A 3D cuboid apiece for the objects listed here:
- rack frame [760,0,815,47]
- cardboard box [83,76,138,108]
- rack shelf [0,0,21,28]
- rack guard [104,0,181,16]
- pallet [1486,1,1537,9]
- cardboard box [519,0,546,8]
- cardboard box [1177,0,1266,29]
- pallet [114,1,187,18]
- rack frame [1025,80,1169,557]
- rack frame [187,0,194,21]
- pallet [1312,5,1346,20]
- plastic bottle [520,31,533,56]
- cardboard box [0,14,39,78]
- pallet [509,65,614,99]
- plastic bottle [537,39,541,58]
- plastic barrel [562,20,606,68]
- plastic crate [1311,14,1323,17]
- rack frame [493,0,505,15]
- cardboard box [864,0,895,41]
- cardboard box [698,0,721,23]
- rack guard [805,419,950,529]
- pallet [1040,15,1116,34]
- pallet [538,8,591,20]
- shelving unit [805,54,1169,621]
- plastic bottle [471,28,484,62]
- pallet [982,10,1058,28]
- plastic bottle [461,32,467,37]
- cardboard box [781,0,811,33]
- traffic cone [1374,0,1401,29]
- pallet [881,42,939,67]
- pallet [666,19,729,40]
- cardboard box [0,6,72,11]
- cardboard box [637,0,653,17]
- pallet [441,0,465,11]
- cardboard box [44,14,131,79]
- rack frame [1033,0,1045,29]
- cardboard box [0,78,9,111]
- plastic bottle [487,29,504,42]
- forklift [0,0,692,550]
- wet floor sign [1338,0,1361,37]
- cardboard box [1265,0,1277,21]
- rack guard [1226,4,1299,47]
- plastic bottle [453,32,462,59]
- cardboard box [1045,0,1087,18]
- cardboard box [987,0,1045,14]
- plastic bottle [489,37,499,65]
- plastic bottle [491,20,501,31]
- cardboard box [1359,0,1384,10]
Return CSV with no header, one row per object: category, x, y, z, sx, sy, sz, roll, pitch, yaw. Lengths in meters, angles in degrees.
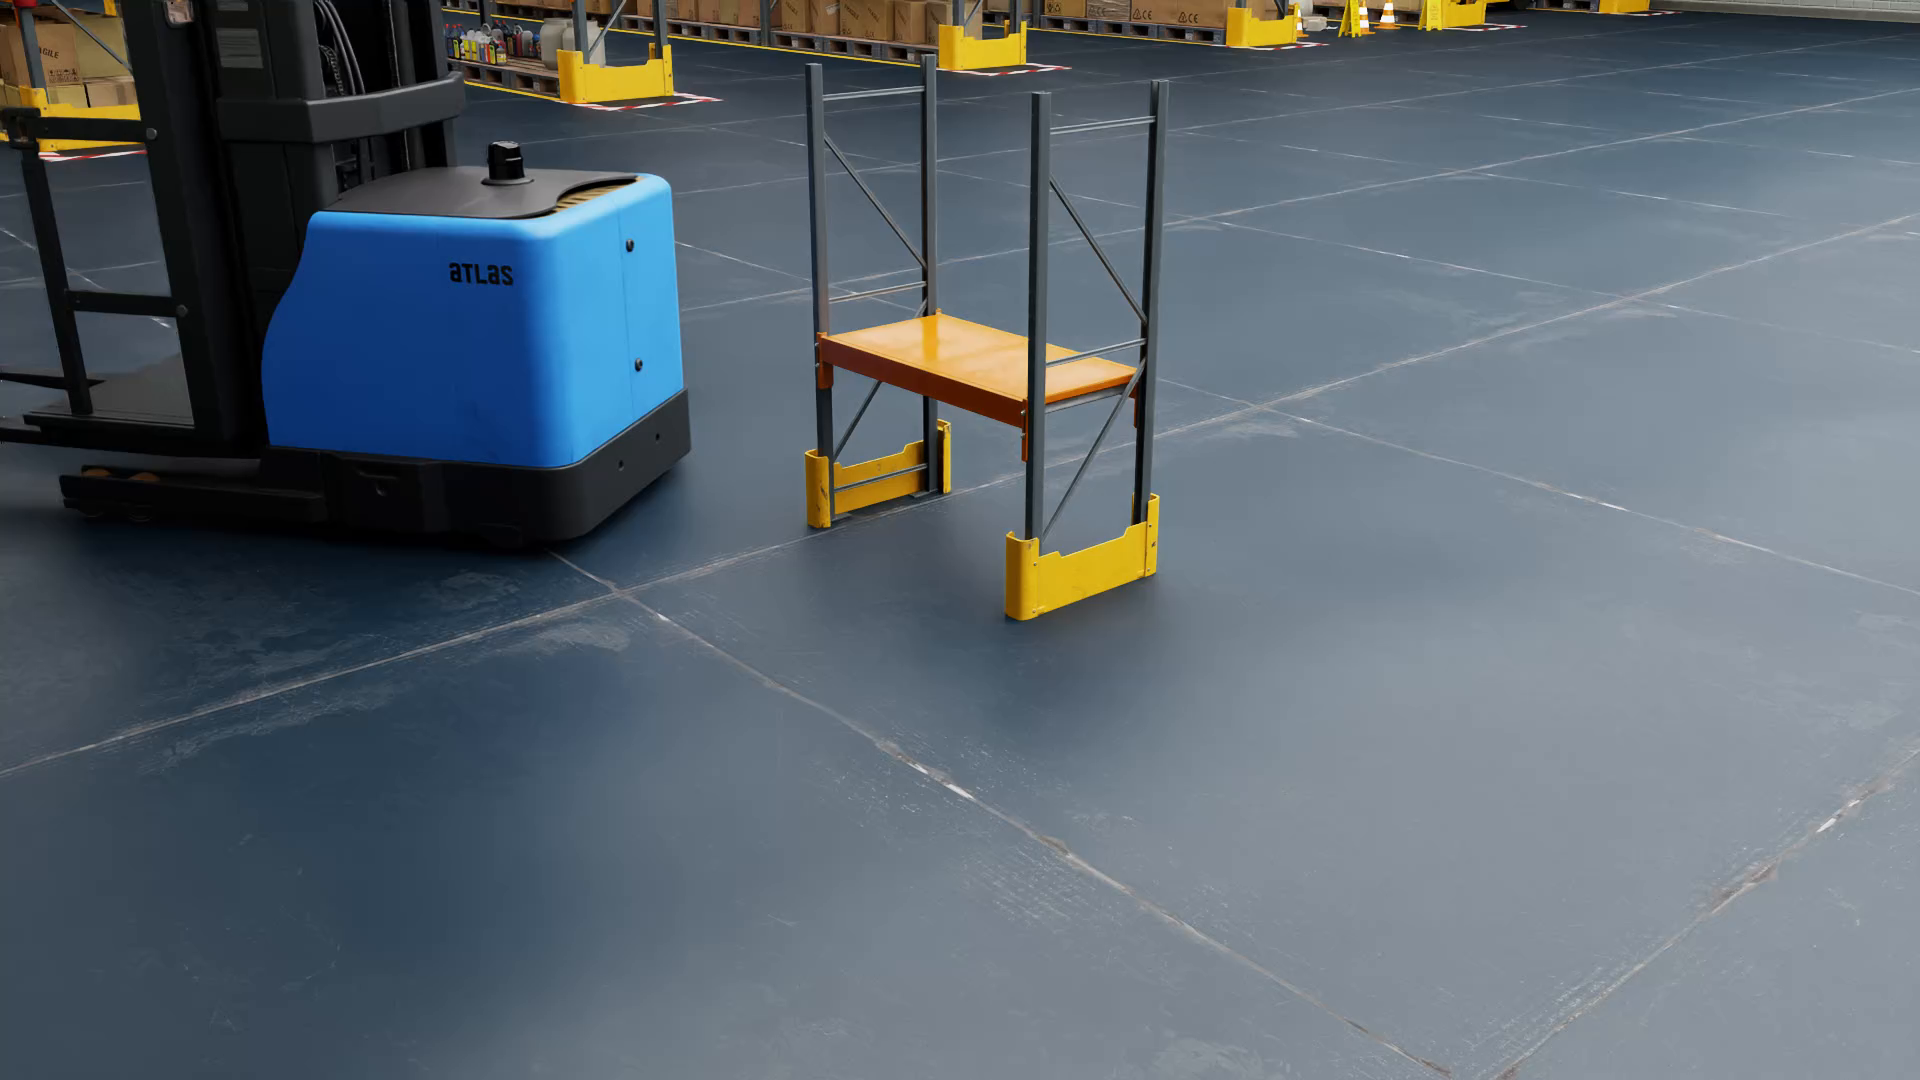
rack frame,-2.284,-8.212,22.337,1.000,3.000,0.127,-17,27,-37
cardboard box,-7.362,-3.866,14.436,0.500,0.250,0.500,-17,27,-37
rack shelf,-8.486,-4.967,15.039,1.077,0.370,4.000,-17,27,-37
rack guard,-13.895,-9.188,28.256,1.175,0.500,0.348,-17,27,-37
pallet,10.269,-9.888,30.441,1.003,0.211,1.213,-17,27,-37
cardboard box,-6.489,-9.210,27.222,1.225,0.875,0.875,-19,28,-39
cardboard box,3.658,-7.637,23.208,0.875,0.875,0.875,-17,27,-37
pallet,-13.361,-8.813,27.695,1.003,0.211,1.213,-17,27,-37
rack frame,0.388,-0.534,4.792,0.500,1.500,0.032,-17,27,-37
rack frame,-11.258,-9.243,24.970,1.000,3.000,0.127,-17,27,-37
pallet,6.489,-8.758,27.556,1.003,0.211,1.213,-17,27,-37
plastic bottle,-4.959,-5.672,18.984,0.152,0.276,0.135,-17,27,-36
cardboard box,-8.420,-4.364,14.679,0.500,0.500,0.500,-17,27,-37
pallet,-4.037,-4.865,17.615,1.003,0.211,1.213,-17,27,-37
plastic bottle,-4.727,-5.554,18.786,0.097,0.201,0.097,0,21,0
plastic barrel,-3.913,-5.128,17.300,0.421,0.512,0.421,0,21,0
plastic crate,5.627,-8.583,27.287,0.583,0.080,0.402,12,24,27
rack frame,-7.506,-10.422,27.980,1.000,3.000,0.127,-17,27,-37
cardboard box,-0.879,-6.649,21.200,0.500,0.500,0.500,-14,26,-33
cardboard box,-3.331,-7.718,23.901,0.500,0.500,0.700,20,29,41
rack guard,-0.275,-0.233,5.736,0.587,0.250,0.087,-17,27,-37
pallet,1.976,-7.838,25.205,1.003,0.211,1.213,-17,27,-37
pallet,-6.145,-8.591,27.129,1.003,0.211,1.213,-17,27,-37
shelving unit,0.050,-0.677,5.157,0.587,1.500,1.083,-17,27,-37
plastic bottle,-5.302,-5.461,18.344,0.144,0.351,0.185,-16,27,-35
pallet,0.979,-8.262,26.288,1.003,0.211,1.213,-17,27,-37
plastic bottle,-5.638,-5.634,18.894,0.097,0.271,0.097,0,21,0
cardboard box,-2.053,-7.123,22.410,0.500,0.500,0.500,-18,28,-39
traffic cone,6.576,-8.096,25.521,0.336,0.463,0.334,-17,27,-37
pallet,-0.226,-6.062,20.672,1.003,0.211,1.213,-17,27,-37
pallet,-3.594,-7.465,24.255,1.003,0.211,1.213,-17,27,-37
cardboard box,-8.676,-4.765,15.702,0.500,0.500,0.500,-17,27,-37
cardboard box,-4.443,-8.178,25.074,0.700,0.500,0.500,-19,28,-40
pallet,-8.744,-9.690,29.934,1.003,0.211,1.213,-17,27,-37
cardboard box,-7.690,-4.353,14.650,0.500,0.500,0.500,-17,27,-37
rack frame,1.539,-9.365,25.281,1.000,3.000,0.127,-17,27,-37
cardboard box,-8.090,-3.878,14.466,0.500,0.250,0.500,-17,27,-37
plastic bottle,-5.368,-5.765,19.221,0.152,0.276,0.135,-17,27,-37
forklift,-2.565,-1.604,5.560,3.031,2.935,1.130,5,22,13
wet floor sign,5.669,-7.627,24.071,0.232,0.644,0.267,17,27,36
cardboard box,4.770,-8.186,25.694,0.637,0.503,0.797,3,22,9
rack guard,4.166,-7.089,22.898,1.175,0.500,0.348,-17,27,-37
plastic bottle,-5.624,-5.543,18.645,0.061,0.283,0.133,-16,26,-35
cardboard box,1.897,-8.380,25.105,0.875,0.875,0.875,-17,27,-37
cardboard box,1.066,-8.663,25.997,1.050,0.750,0.750,-18,27,-38
plastic bottle,-5.046,-5.299,18.021,0.061,0.283,0.133,-17,27,-36
plastic bottle,-5.398,-5.895,19.451,0.144,0.351,0.185,-18,28,-39
cardboard box,6.771,-8.685,26.741,0.500,0.250,0.500,-17,27,-37
